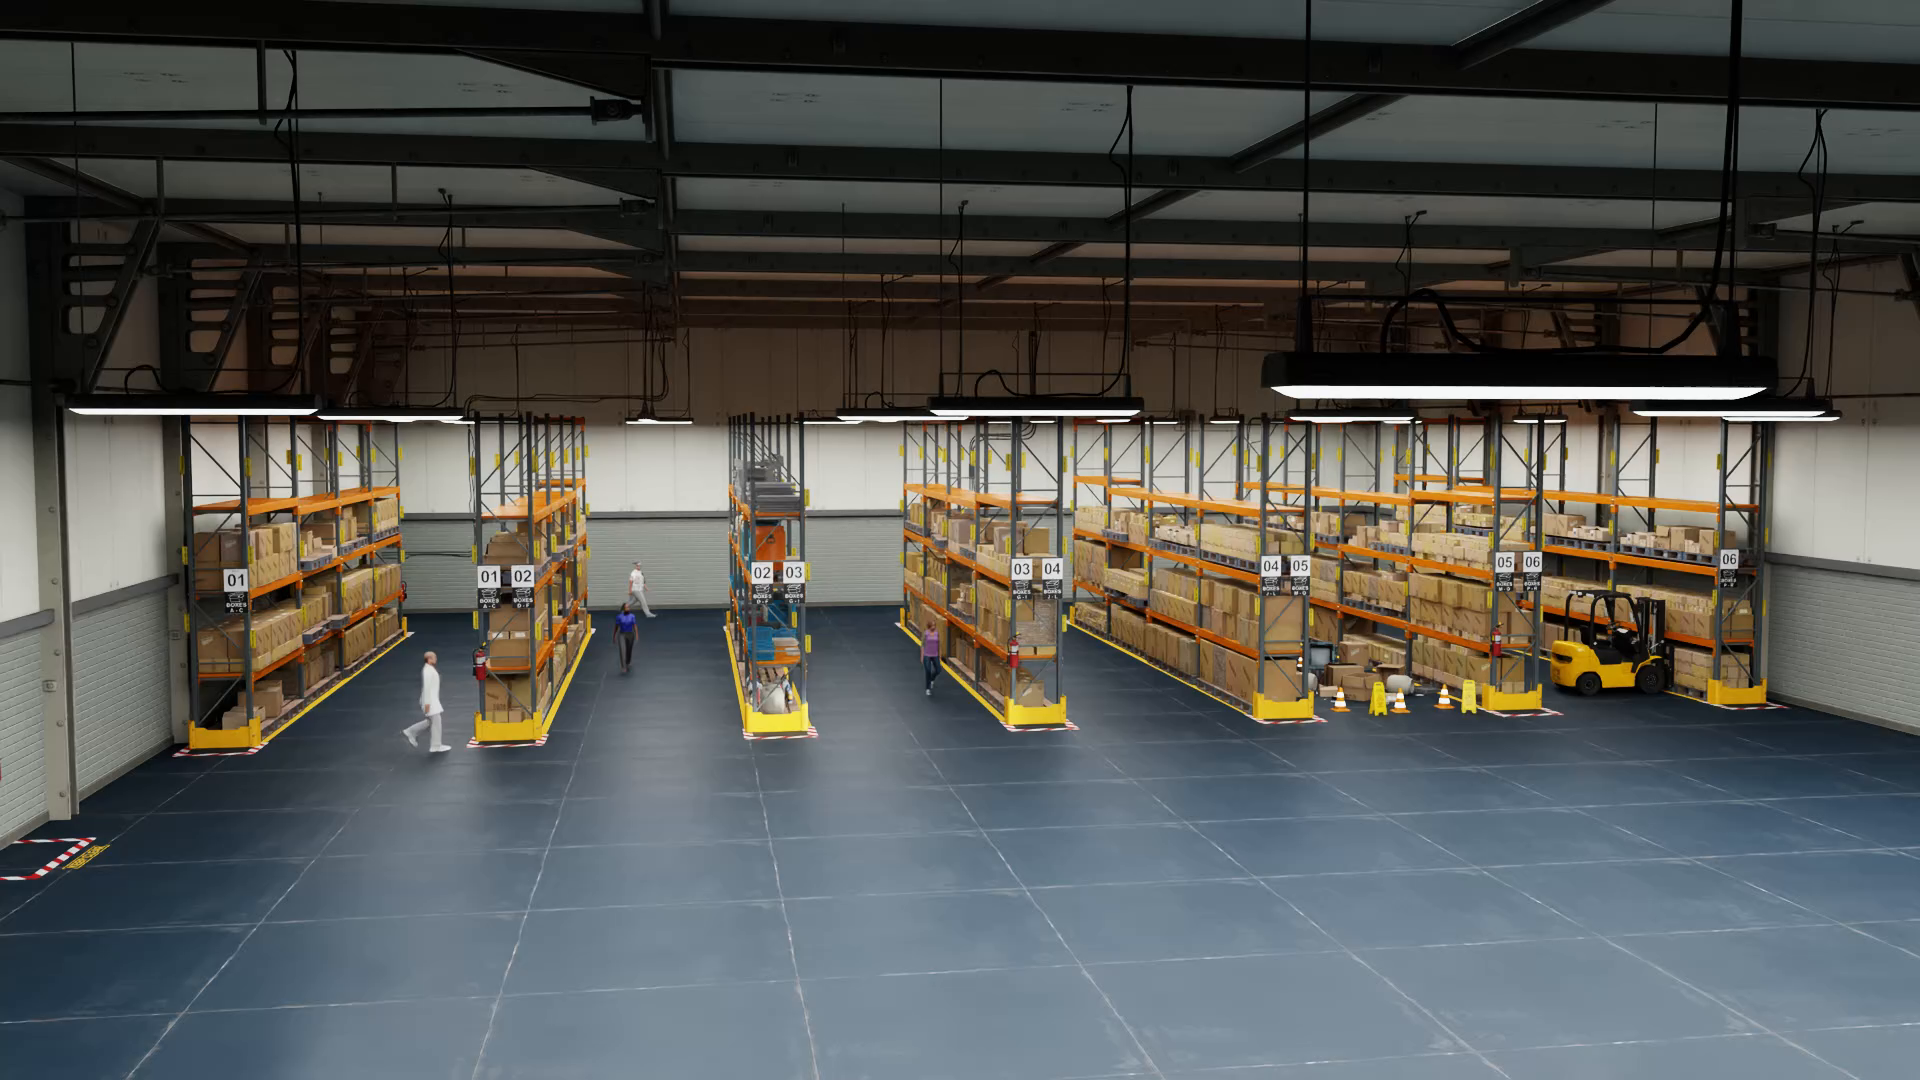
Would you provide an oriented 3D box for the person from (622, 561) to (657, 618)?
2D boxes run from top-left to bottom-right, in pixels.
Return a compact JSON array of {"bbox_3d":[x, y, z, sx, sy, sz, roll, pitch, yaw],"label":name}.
[{"bbox_3d":[-9.599,1.472,49.713,1.095,1.703,0.533,0,4,-3],"label":"person"}]

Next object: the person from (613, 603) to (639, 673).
[{"bbox_3d":[-7.820,2.259,38.900,0.571,1.587,1.058,-1,4,-18],"label":"person"}]

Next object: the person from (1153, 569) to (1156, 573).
[{"bbox_3d":[5.572,1.680,47.302,0.505,1.673,0.499,-1,4,-11],"label":"person"}]

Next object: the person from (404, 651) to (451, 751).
[{"bbox_3d":[-9.396,2.837,29.268,0.833,1.757,0.574,-1,4,-9],"label":"person"}]

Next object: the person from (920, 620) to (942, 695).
[{"bbox_3d":[-0.643,2.496,35.719,0.450,1.601,0.568,-2,4,-22],"label":"person"}]
